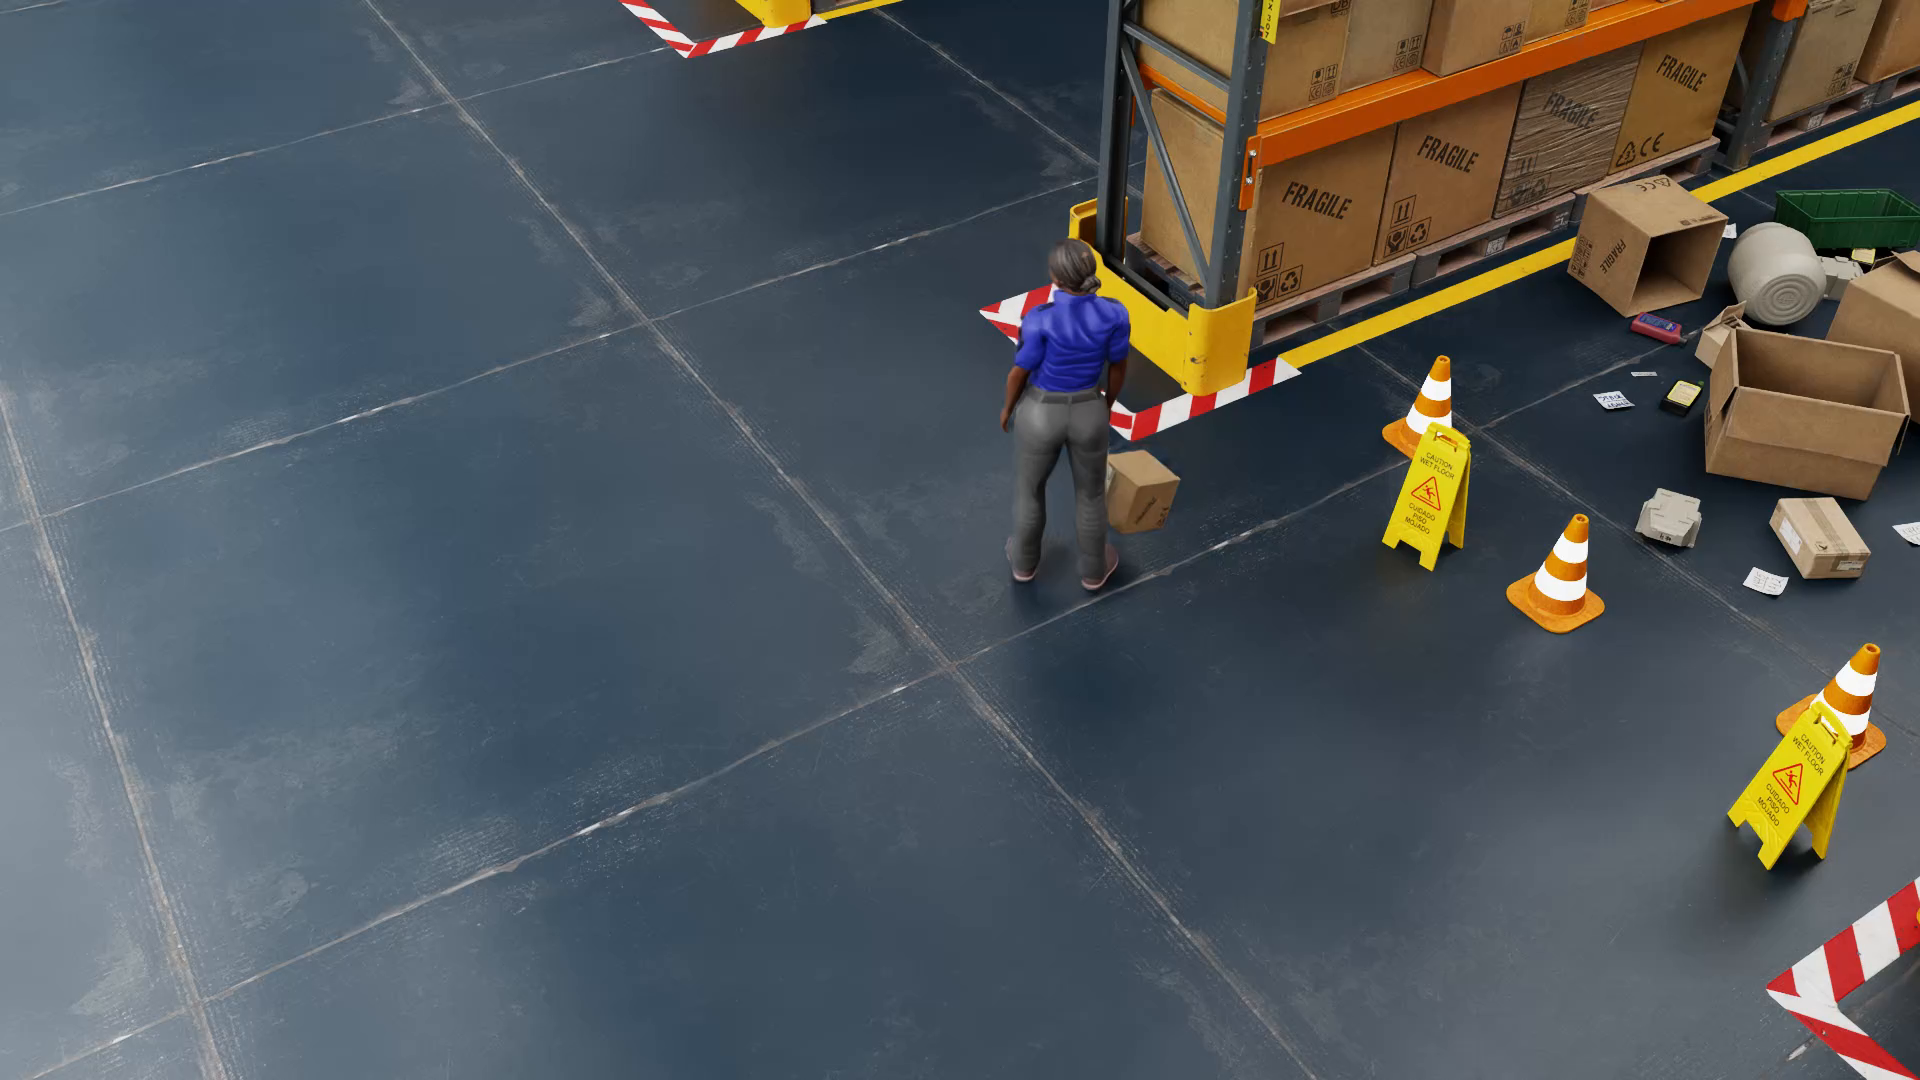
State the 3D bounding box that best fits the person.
[{"bbox_3d":[0.443,-0.434,6.777,0.506,1.465,0.403,-8,42,-9],"label":"person"}]
